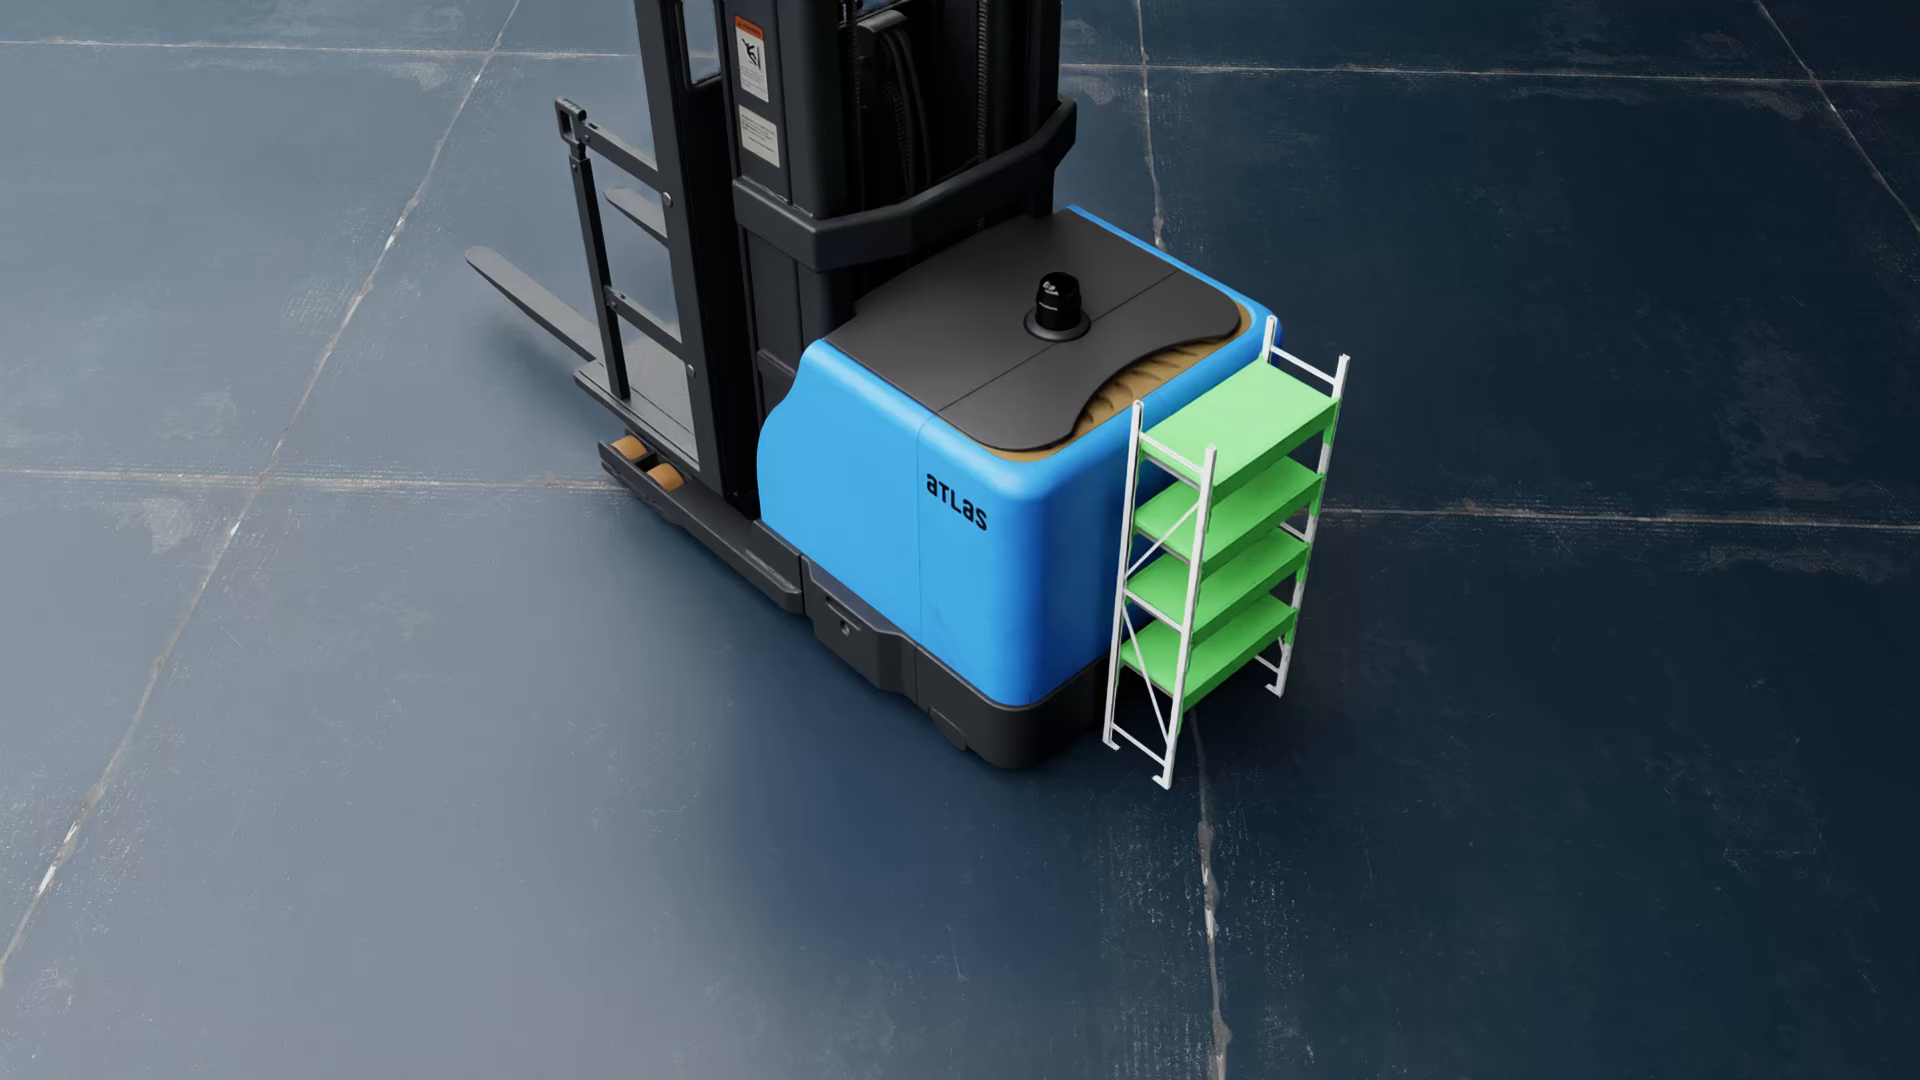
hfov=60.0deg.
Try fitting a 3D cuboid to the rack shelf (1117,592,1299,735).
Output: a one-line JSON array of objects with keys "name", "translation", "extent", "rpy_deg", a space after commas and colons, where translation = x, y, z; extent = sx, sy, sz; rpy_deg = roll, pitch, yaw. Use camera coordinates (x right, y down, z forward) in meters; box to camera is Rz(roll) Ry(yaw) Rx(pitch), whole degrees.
[{"name": "rack shelf", "translation": [0.663, 0.286, 4.508], "extent": [0.480, 0.148, 0.258], "rpy_deg": [-33, 52, -30]}]

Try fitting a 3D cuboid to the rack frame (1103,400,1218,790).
[{"name": "rack frame", "translation": [0.487, 0.178, 4.178], "extent": [0.015, 1.200, 0.240], "rpy_deg": [-33, 52, -30]}]

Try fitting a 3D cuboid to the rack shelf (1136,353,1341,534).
[{"name": "rack shelf", "translation": [0.664, -0.241, 4.017], "extent": [0.480, 0.148, 0.258], "rpy_deg": [-33, 52, -30]}]

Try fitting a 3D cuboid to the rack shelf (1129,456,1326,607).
[{"name": "rack shelf", "translation": [0.664, -0.065, 4.181], "extent": [0.480, 0.148, 0.258], "rpy_deg": [-33, 52, -30]}]

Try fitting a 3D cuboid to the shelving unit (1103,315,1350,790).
[{"name": "shelving unit", "translation": [0.664, 0.064, 4.301], "extent": [0.503, 1.200, 0.258], "rpy_deg": [-33, 52, -30]}]

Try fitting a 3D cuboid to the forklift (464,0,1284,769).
[{"name": "forklift", "translation": [-0.521, -1.366, 4.566], "extent": [1.130, 2.935, 3.031], "rpy_deg": [-33, 52, -30]}]

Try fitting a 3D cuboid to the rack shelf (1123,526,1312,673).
[{"name": "rack shelf", "translation": [0.663, 0.111, 4.345], "extent": [0.480, 0.148, 0.258], "rpy_deg": [-33, 52, -30]}]

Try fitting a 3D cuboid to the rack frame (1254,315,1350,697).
[{"name": "rack frame", "translation": [0.840, -0.051, 4.424], "extent": [0.015, 1.200, 0.240], "rpy_deg": [-33, 52, -30]}]
